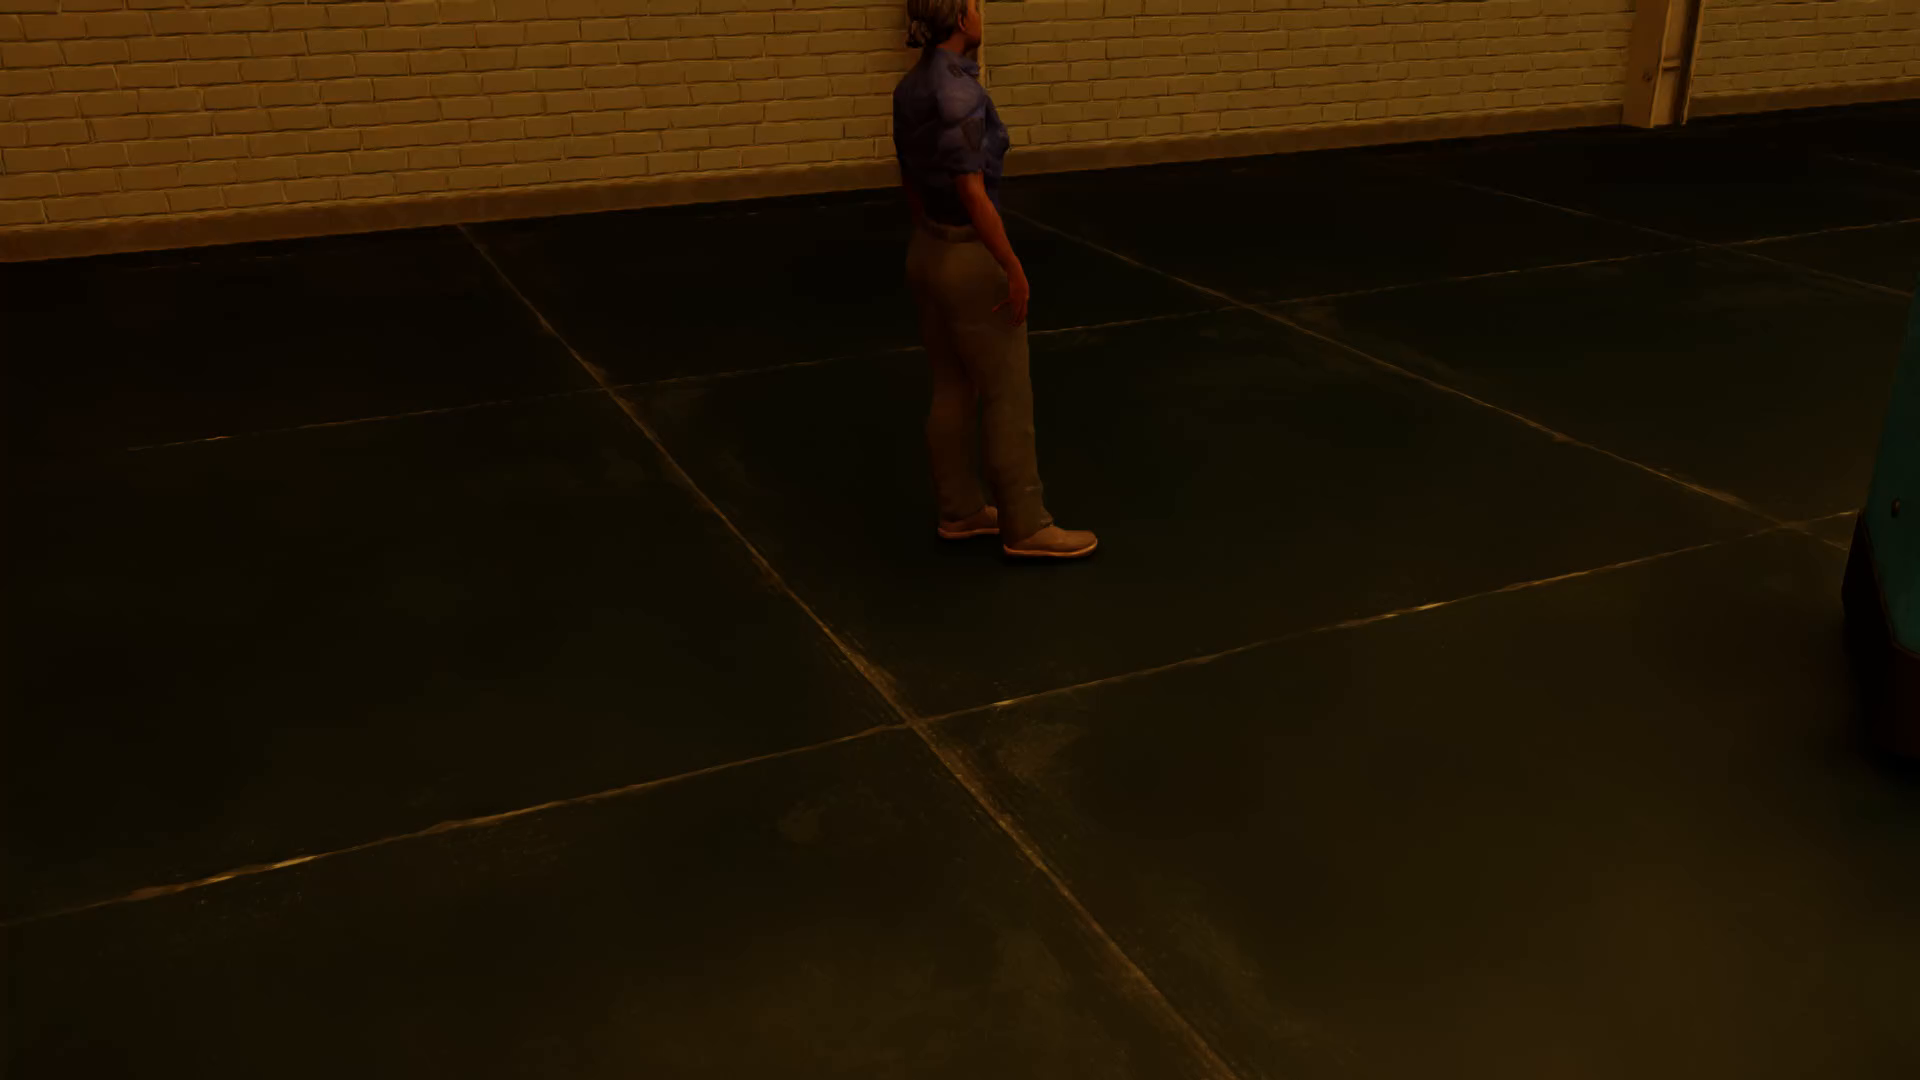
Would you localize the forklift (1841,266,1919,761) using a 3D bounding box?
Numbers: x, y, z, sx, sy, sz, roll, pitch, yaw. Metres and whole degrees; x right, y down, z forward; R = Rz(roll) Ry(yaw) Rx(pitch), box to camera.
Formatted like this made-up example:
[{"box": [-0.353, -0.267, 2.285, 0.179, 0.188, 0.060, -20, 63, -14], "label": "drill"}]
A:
[{"box": [3.662, -0.771, 3.142, 3.031, 2.935, 1.130, 9, 24, 20], "label": "forklift"}]

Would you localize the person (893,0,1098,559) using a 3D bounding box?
[{"box": [0.088, -0.778, 4.805, 0.503, 1.654, 0.570, -10, 25, -23], "label": "person"}]
